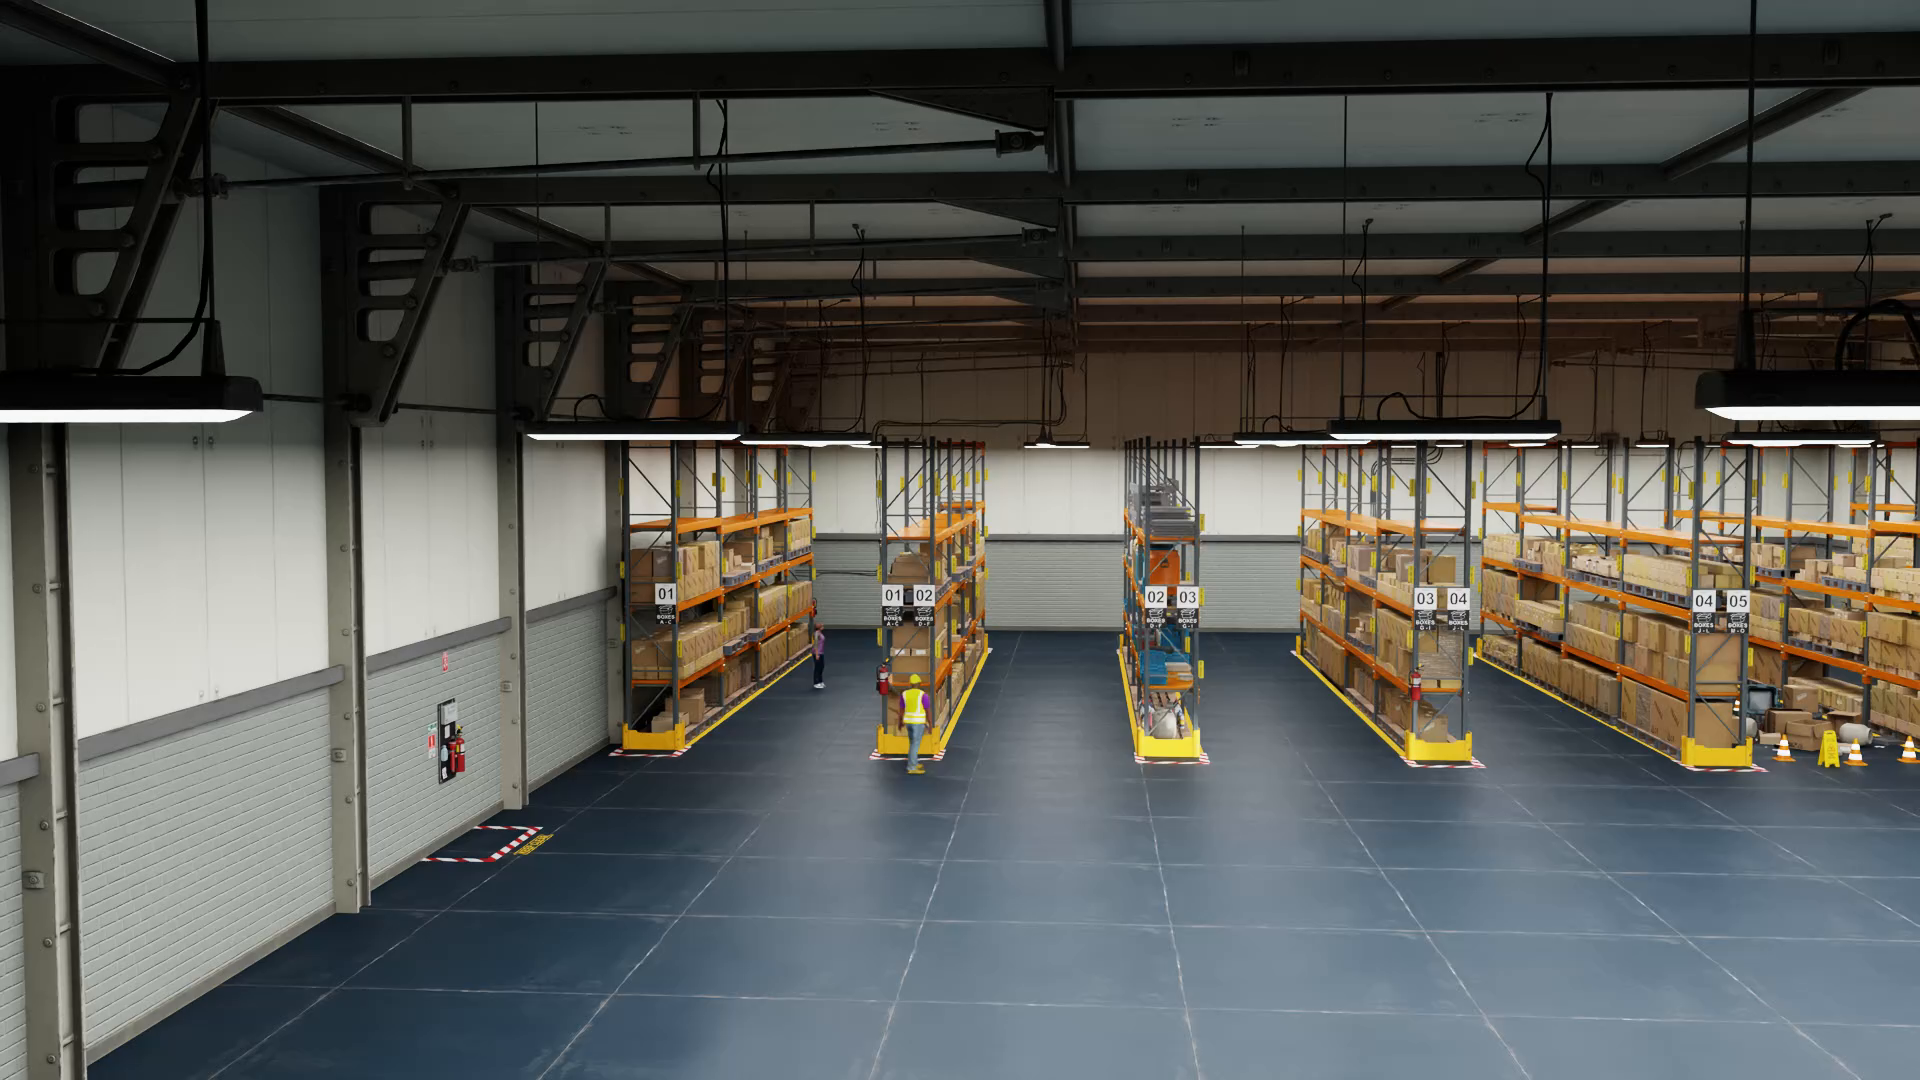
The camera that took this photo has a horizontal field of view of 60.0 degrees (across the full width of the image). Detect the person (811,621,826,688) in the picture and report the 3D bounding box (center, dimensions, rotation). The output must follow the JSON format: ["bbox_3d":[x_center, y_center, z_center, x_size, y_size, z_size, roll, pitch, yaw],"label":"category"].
[{"bbox_3d":[-3.431,2.801,40.308,0.332,1.659,0.501,1,3,11],"label":"person"}]

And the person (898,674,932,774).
[{"bbox_3d":[-0.739,3.259,29.644,0.618,1.755,0.609,-3,4,-44],"label":"person"}]
